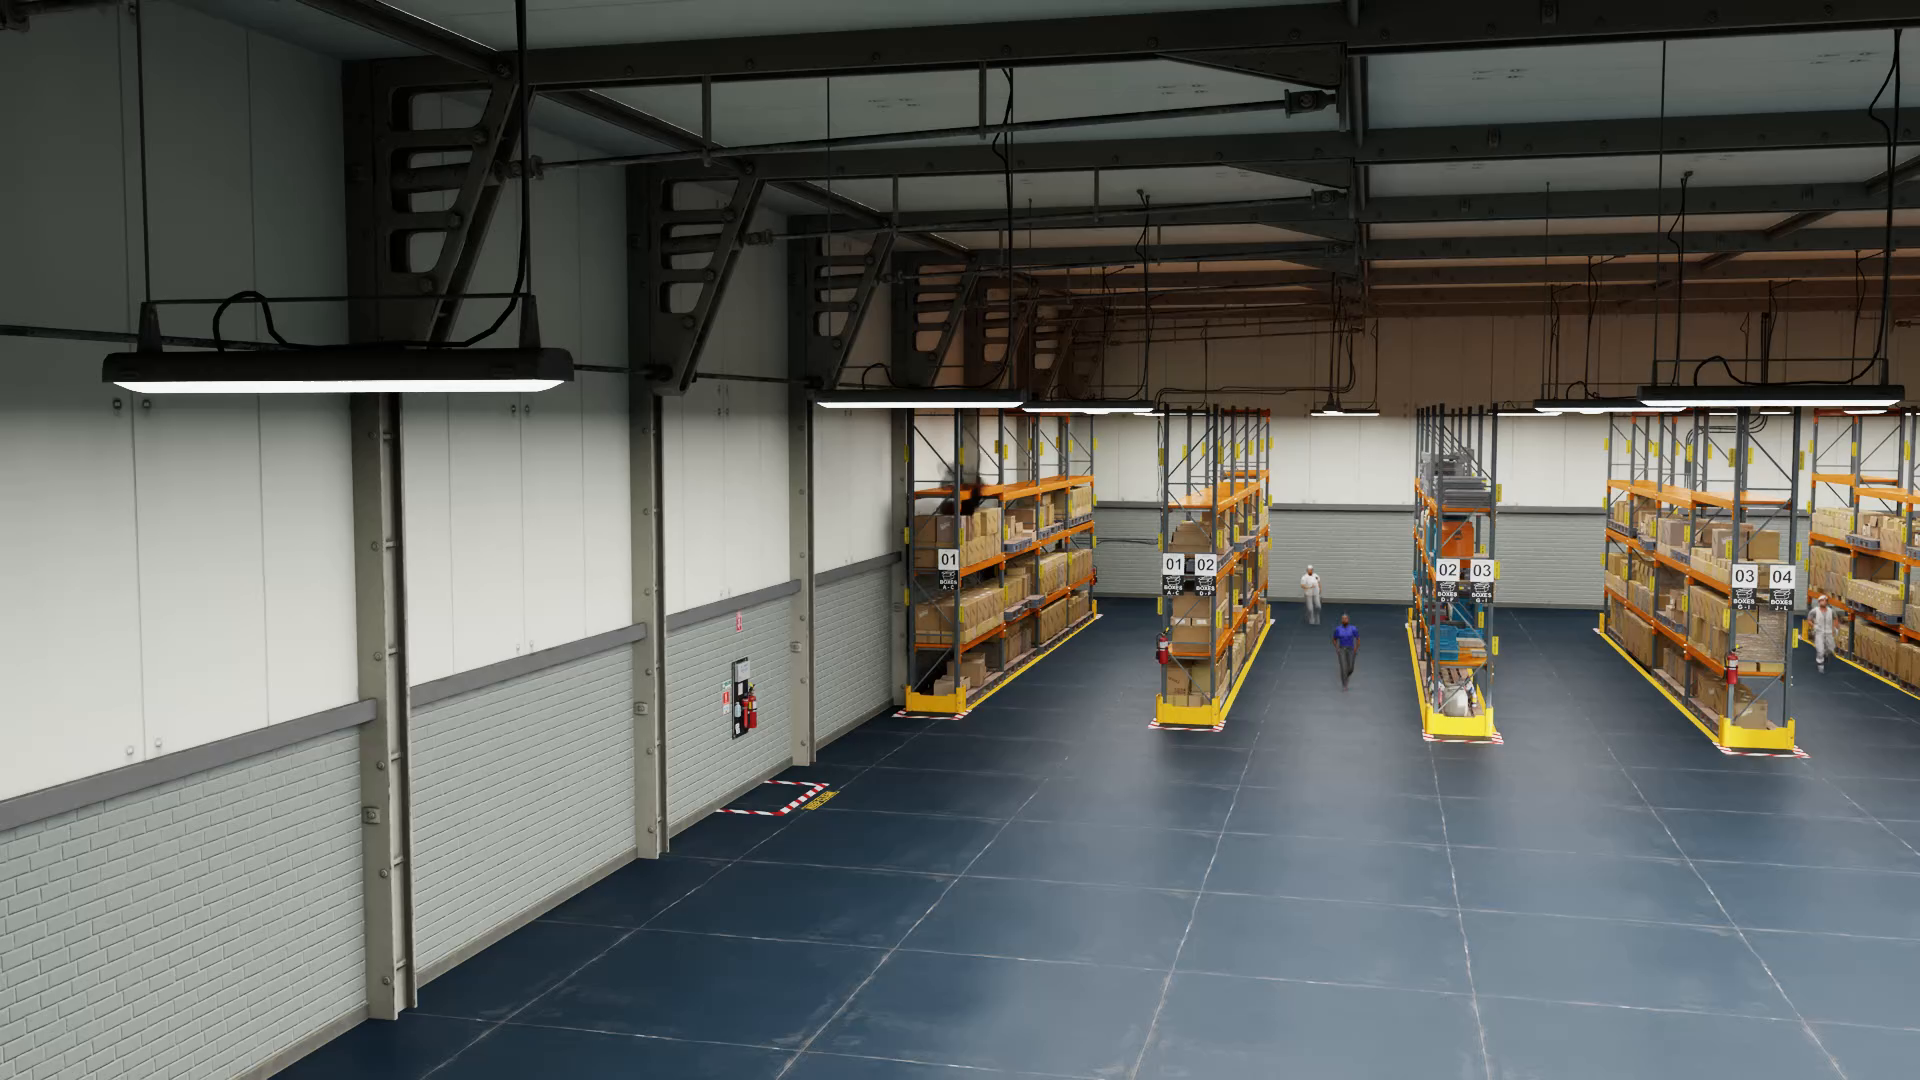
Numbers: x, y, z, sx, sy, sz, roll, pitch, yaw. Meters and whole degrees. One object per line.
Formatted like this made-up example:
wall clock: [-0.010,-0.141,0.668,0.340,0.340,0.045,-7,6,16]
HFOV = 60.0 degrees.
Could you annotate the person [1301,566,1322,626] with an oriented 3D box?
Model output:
person: [9.756,1.562,46.172,0.599,1.712,0.638,0,4,5]

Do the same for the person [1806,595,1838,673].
person: [19.560,2.125,37.692,0.686,1.742,0.640,1,4,9]

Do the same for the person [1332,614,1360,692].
person: [8.149,2.370,35.112,0.575,1.626,0.533,1,4,13]

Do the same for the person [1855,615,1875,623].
person: [23.901,1.650,43.998,0.742,1.766,0.966,-2,4,-21]
